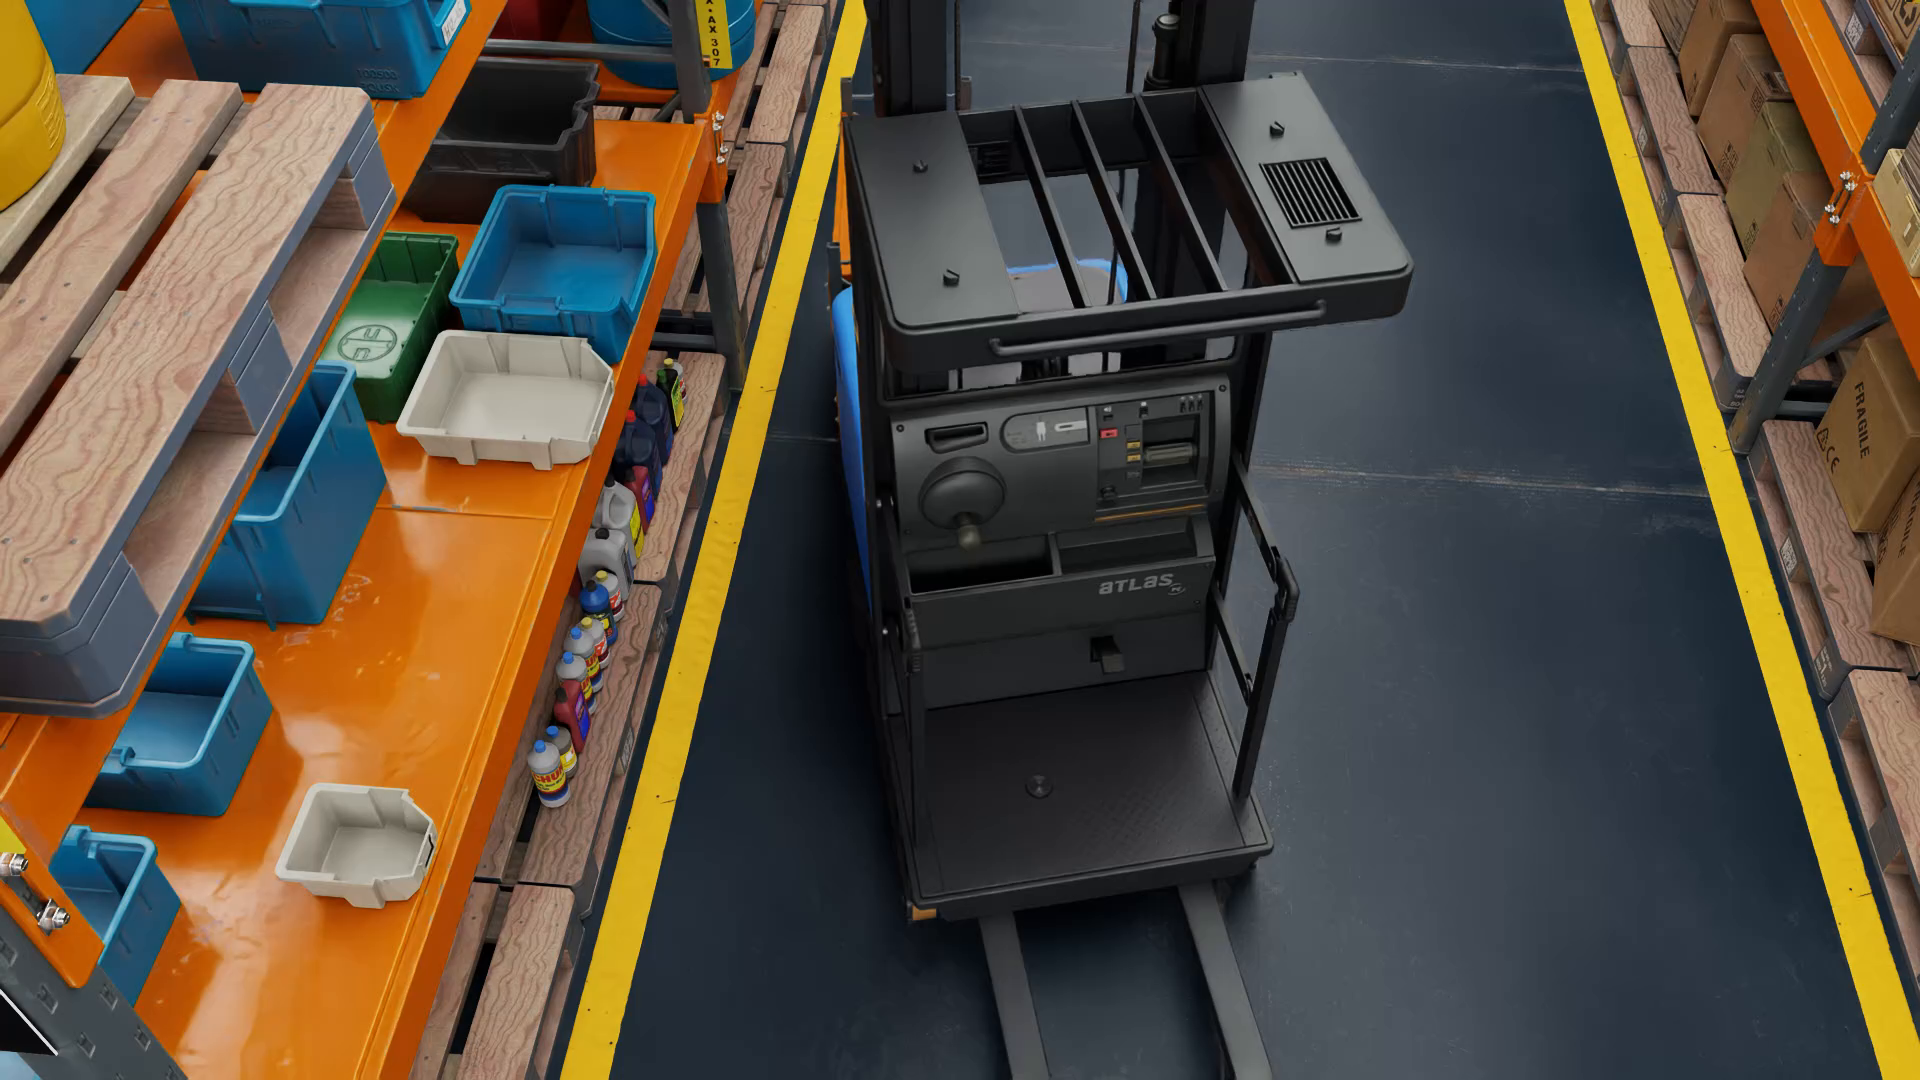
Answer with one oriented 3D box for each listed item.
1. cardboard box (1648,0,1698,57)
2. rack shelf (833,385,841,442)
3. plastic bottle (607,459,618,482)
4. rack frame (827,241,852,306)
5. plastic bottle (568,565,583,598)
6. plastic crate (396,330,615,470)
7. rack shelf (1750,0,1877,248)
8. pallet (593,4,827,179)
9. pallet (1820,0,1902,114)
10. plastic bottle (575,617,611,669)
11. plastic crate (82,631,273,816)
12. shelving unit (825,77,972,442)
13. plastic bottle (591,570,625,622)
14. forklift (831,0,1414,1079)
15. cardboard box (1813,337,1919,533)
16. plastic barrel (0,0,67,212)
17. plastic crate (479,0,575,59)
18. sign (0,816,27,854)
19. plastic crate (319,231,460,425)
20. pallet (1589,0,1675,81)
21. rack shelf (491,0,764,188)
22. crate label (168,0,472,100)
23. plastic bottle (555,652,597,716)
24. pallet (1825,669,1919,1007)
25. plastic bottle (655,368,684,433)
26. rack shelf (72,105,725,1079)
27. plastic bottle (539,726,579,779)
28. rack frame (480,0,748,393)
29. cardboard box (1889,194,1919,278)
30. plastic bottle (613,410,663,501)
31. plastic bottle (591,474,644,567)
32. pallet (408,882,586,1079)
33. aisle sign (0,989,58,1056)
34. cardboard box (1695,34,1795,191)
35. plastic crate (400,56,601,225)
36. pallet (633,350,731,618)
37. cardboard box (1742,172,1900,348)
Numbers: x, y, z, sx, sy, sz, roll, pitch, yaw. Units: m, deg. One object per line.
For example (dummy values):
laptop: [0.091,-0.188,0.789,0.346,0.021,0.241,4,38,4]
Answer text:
cardboard box: [3.836,-2.701,8.084,0.700,0.500,0.500,0,48,0]
rack shelf: [-0.204,-0.835,6.583,0.538,0.278,1.000,0,48,0]
plastic bottle: [-1.320,-0.280,6.021,0.152,0.276,0.135,4,48,4]
rack frame: [-0.202,-0.625,6.059,0.500,1.125,0.032,0,48,0]
plastic bottle: [-1.325,0.059,5.706,0.061,0.283,0.133,4,48,4]
plastic crate: [-1.277,-0.393,4.756,0.530,0.136,0.437,4,48,4]
rack shelf: [3.733,-2.586,7.070,1.077,0.370,4.000,4,48,4]
pallet: [-1.240,-2.230,8.147,1.003,0.211,1.213,4,48,4]
pallet: [3.765,-1.846,6.036,1.003,0.211,1.213,4,48,4]
plastic bottle: [-1.221,0.333,5.511,0.097,0.201,0.097,0,48,0]
plastic crate: [-1.934,0.432,3.923,0.499,0.251,0.408,4,48,4]
shelving unit: [-0.204,-1.000,6.402,0.538,1.125,1.048,0,48,0]
plastic bottle: [-1.202,0.182,5.649,0.097,0.201,0.097,0,48,0]
forklift: [0.320,-0.110,4.365,1.130,2.935,3.031,-8,48,-7]
cardboard box: [3.475,-0.366,5.962,0.500,0.500,0.500,3,48,2]
plastic barrel: [-1.769,-0.817,2.520,0.600,0.588,0.600,0,48,0]
plastic crate: [-1.642,-2.090,6.086,0.402,0.464,0.583,4,48,4]
sign: [-1.199,0.272,1.930,0.100,0.325,0.005,4,48,4]
plastic crate: [-1.786,-0.642,4.948,0.450,0.188,0.662,4,48,4]
pallet: [3.843,-2.783,8.653,1.003,0.211,1.213,4,48,4]
rack shelf: [-1.199,-2.919,7.375,1.077,0.370,4.000,4,48,4]
crate label: [-1.246,-1.069,3.263,0.502,0.251,0.408,4,48,4]
plastic bottle: [-1.239,0.456,5.351,0.097,0.271,0.097,0,48,0]
pallet: [3.416,0.977,5.214,1.003,0.211,1.213,4,48,4]
plastic bottle: [-1.097,-0.549,6.262,0.061,0.283,0.133,6,48,5]
rack shelf: [-1.564,0.020,4.686,1.077,0.370,4.000,4,48,4]
plastic bottle: [-1.261,0.655,5.216,0.097,0.201,0.097,0,48,0]
rack frame: [-1.382,-1.692,5.765,1.000,3.000,0.127,4,48,4]
cardboard box: [3.196,-0.954,5.260,0.380,0.149,0.250,4,48,4]
plastic bottle: [-1.171,-0.313,6.001,0.144,0.351,0.185,2,48,2]
plastic bottle: [-1.200,-0.076,5.784,0.144,0.351,0.185,4,48,3]
pallet: [-1.707,1.532,4.705,1.003,0.211,1.213,4,48,4]
aisle sign: [-1.461,0.442,2.051,0.394,0.787,0.004,4,48,4]
cardboard box: [3.741,-1.874,7.327,0.700,0.500,0.500,0,48,0]
plastic crate: [-1.556,-1.295,5.444,0.767,0.338,0.504,4,48,4]
pallet: [-1.484,-0.261,6.345,1.003,0.211,1.213,4,48,4]
cardboard box: [3.628,-1.114,6.632,0.700,0.500,0.500,1,48,1]
